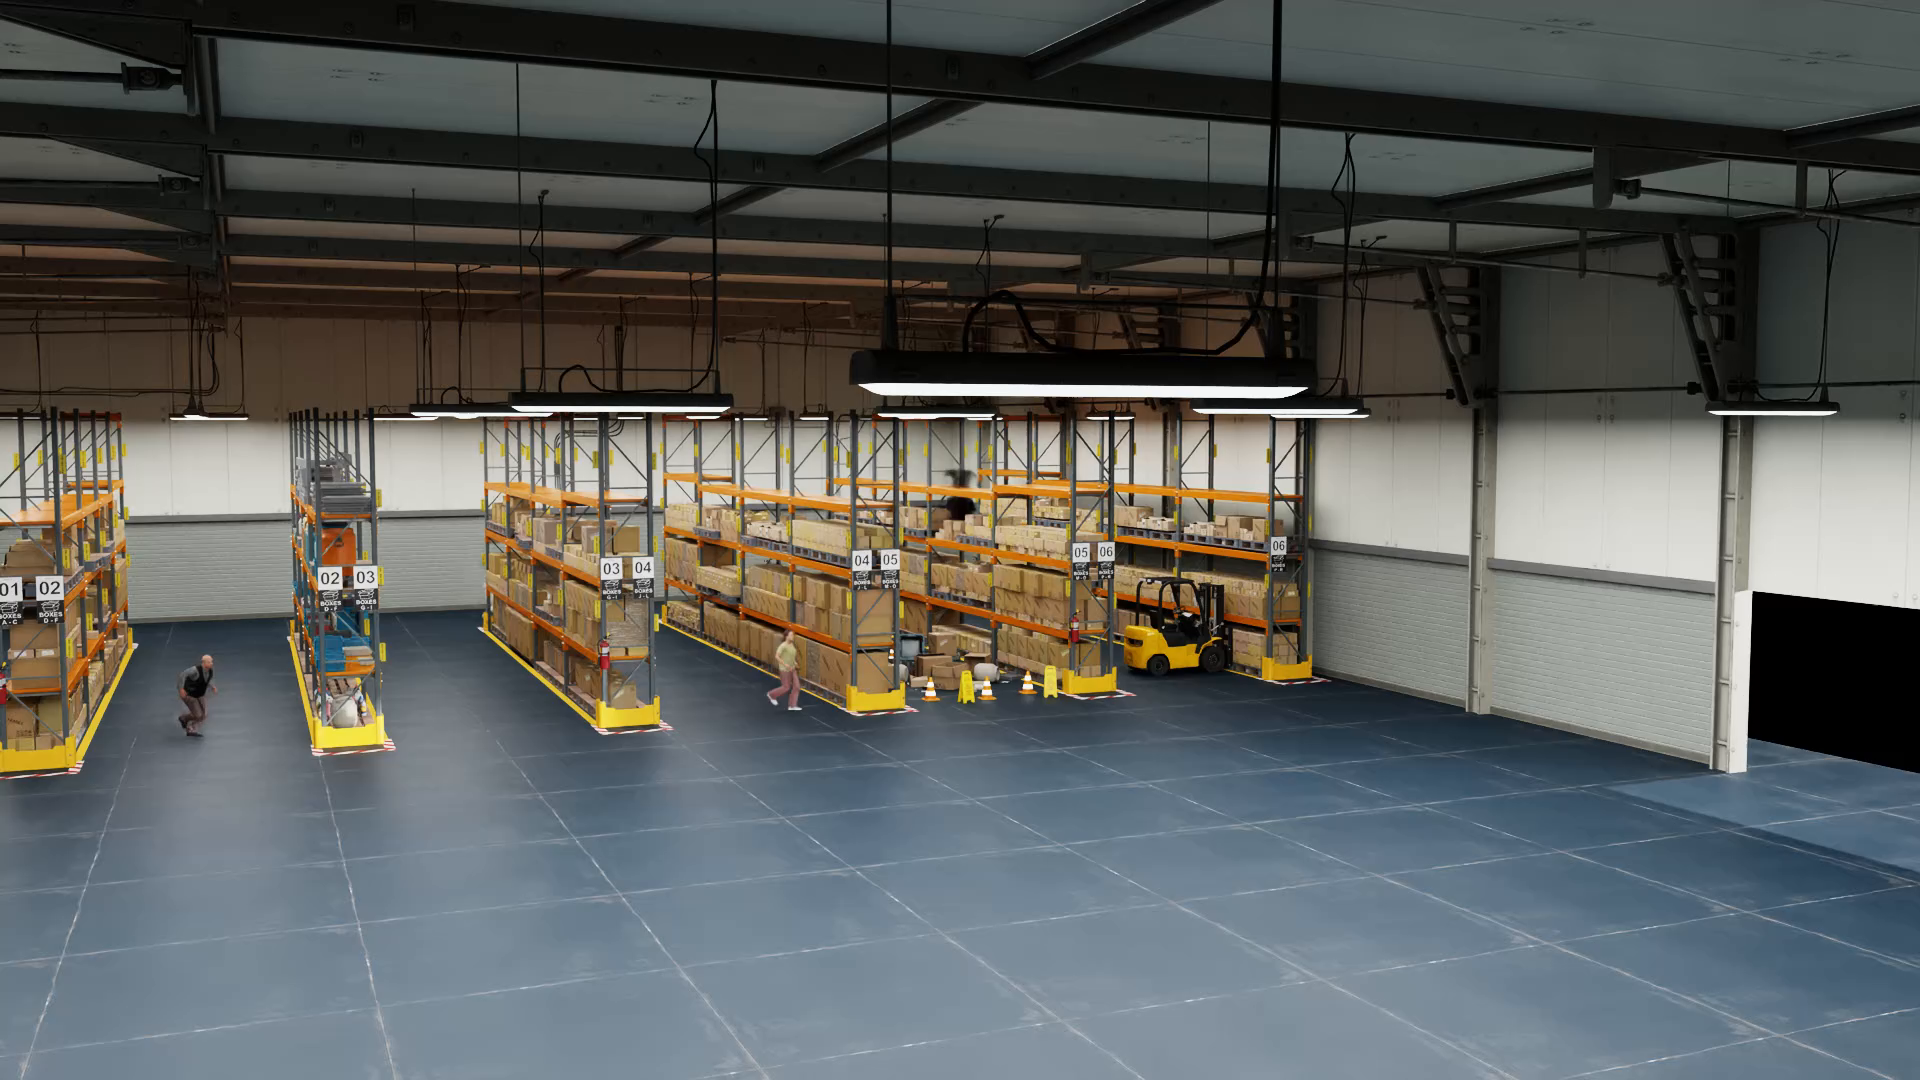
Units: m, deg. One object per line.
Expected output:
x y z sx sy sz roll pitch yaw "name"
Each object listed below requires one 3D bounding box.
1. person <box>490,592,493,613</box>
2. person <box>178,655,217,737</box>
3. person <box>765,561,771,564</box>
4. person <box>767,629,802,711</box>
-13.328 1.584 48.243 1.211 1.544 0.676 4 6 44 "person"
-13.921 2.846 30.249 0.843 1.534 0.682 2 4 25 "person"
-5.644 1.421 50.888 0.928 1.595 0.655 -4 6 -45 "person"
-3.494 2.586 33.157 0.804 1.630 0.600 2 5 30 "person"
